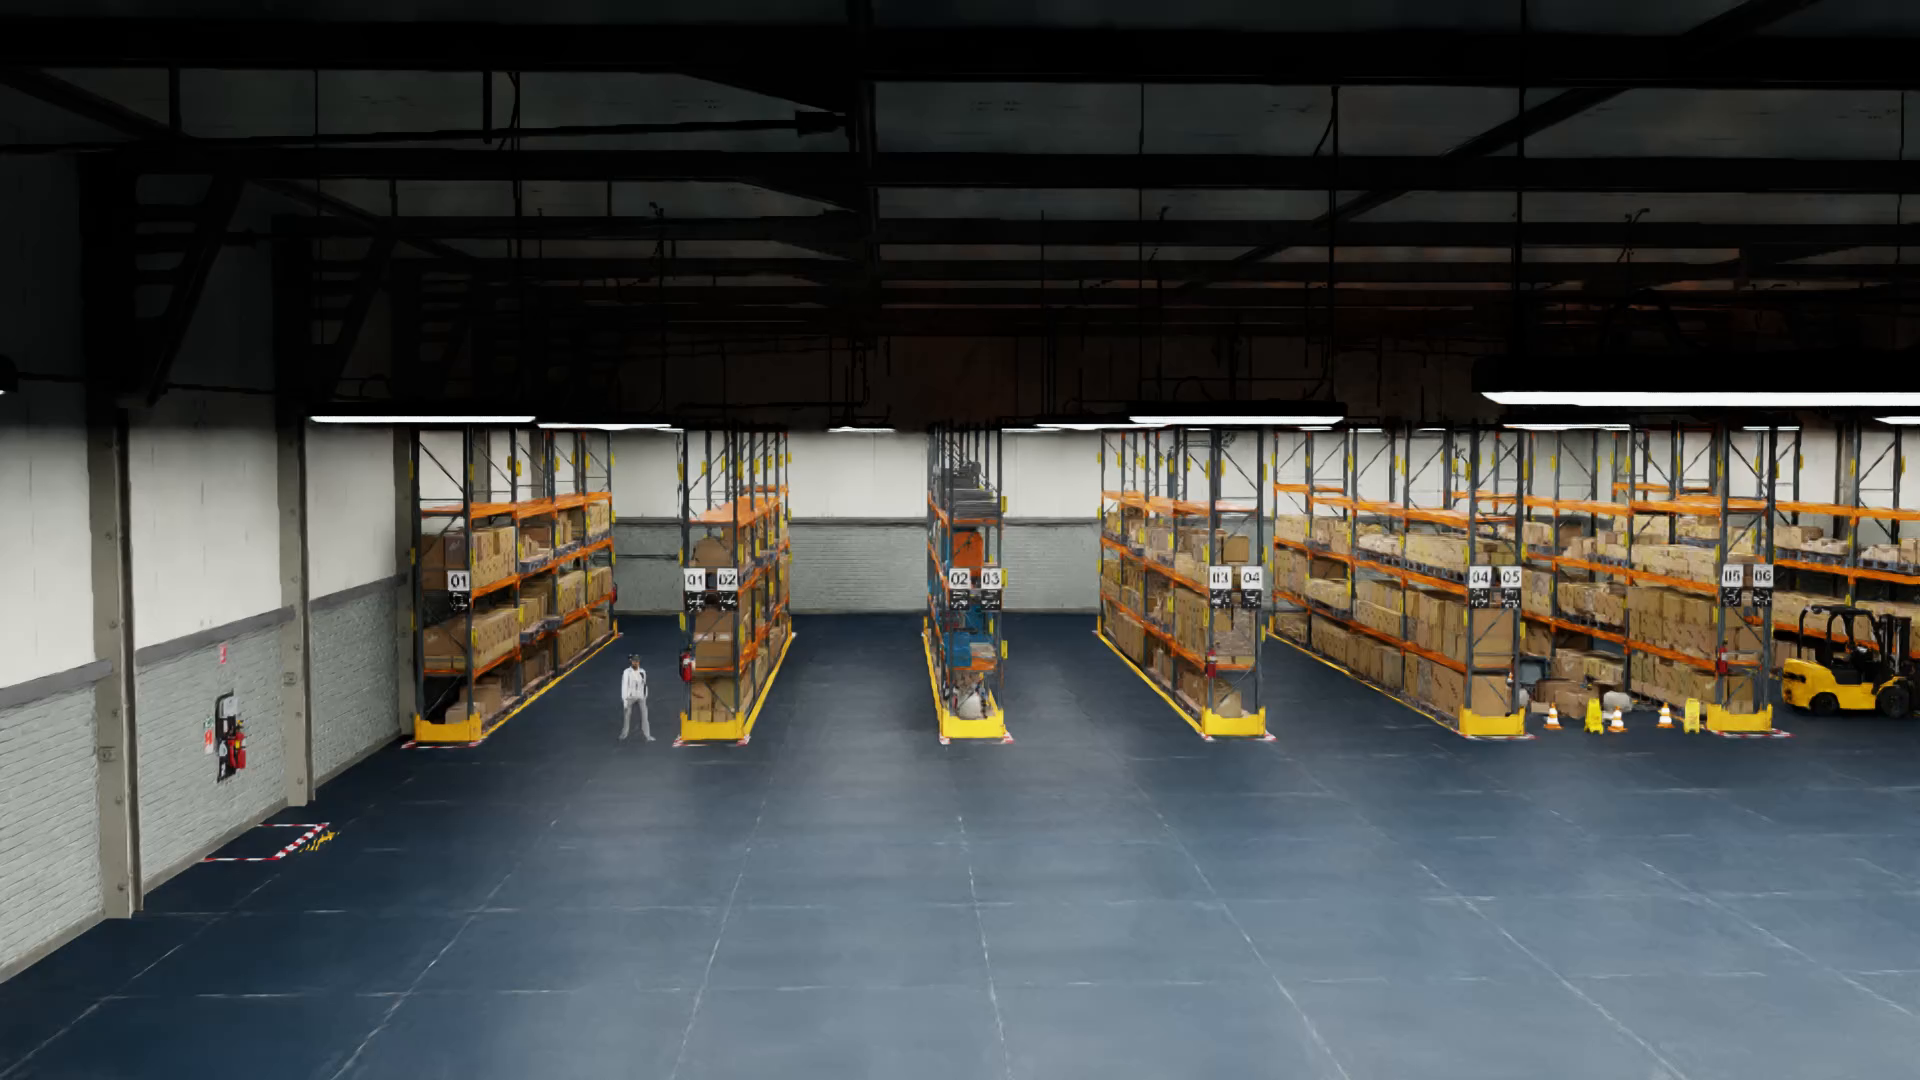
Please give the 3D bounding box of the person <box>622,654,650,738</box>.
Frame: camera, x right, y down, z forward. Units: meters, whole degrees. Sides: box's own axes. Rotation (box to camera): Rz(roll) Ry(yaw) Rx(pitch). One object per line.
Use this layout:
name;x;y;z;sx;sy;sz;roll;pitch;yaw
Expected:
person;-6.051;2.884;30.995;0.406;1.583;0.723;-2;4;-24
